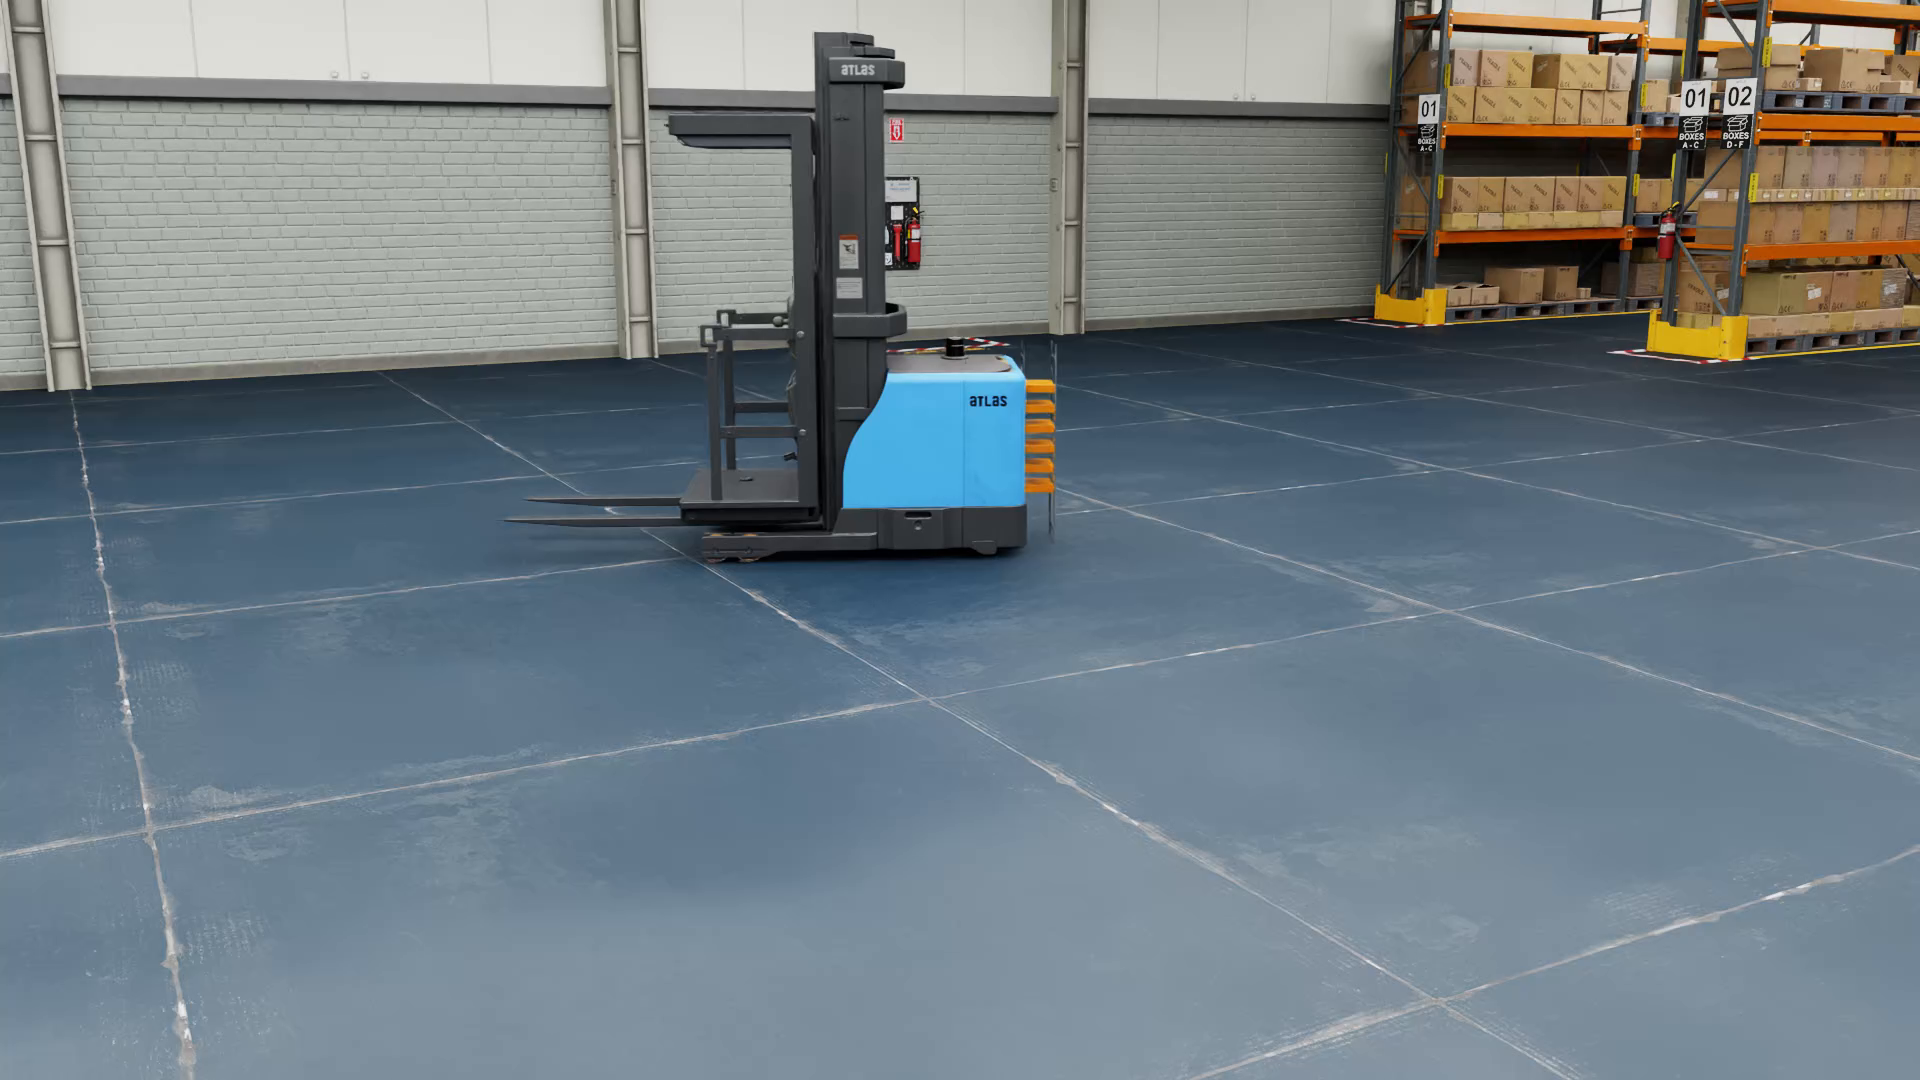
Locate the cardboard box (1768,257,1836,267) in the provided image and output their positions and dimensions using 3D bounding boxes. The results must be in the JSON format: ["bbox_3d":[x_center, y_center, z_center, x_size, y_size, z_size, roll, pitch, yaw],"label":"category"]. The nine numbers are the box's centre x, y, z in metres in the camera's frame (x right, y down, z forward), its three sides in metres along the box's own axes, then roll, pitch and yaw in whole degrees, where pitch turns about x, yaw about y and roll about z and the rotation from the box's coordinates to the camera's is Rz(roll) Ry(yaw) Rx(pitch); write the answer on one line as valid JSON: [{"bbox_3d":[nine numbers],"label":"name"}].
[{"bbox_3d":[14.241,-4.713,28.159,0.750,0.750,0.750,-7,14,-29],"label":"cardboard box"}]

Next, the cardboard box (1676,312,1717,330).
[{"bbox_3d":[9.216,-2.686,20.517,0.500,0.250,0.500,-7,14,-28],"label":"cardboard box"}]

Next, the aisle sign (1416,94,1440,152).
[{"bbox_3d":[6.591,-5.866,23.422,0.004,0.787,0.394,-7,14,-28],"label":"aisle sign"}]

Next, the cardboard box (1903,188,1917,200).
[{"bbox_3d":[11.815,-4.371,20.997,0.250,0.149,0.380,-7,15,-30],"label":"cardboard box"}]

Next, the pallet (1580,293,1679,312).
[{"bbox_3d":[10.704,-3.806,26.539,1.213,0.211,1.003,-7,14,-28],"label":"pallet"}]

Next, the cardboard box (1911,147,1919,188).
[{"bbox_3d":[12.012,-4.764,21.262,0.500,0.500,0.700,-7,14,-28],"label":"cardboard box"}]

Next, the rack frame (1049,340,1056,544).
[{"bbox_3d":[0.557,-0.589,9.992,0.006,1.200,0.240,-1,13,-3],"label":"rack frame"}]

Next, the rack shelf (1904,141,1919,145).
[{"bbox_3d":[18.799,-7.248,30.292,4.000,0.370,1.077,-7,14,-28],"label":"rack shelf"}]

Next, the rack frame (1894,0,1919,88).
[{"bbox_3d":[12.398,-7.057,20.969,0.127,3.000,1.000,-7,14,-28],"label":"rack frame"}]

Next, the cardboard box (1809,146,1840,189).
[{"bbox_3d":[10.251,-4.552,20.323,0.500,0.500,0.700,-7,14,-28],"label":"cardboard box"}]

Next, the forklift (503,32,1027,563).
[{"bbox_3d":[-1.146,-1.417,9.731,3.031,2.935,1.130,-1,13,-3],"label":"forklift"}]

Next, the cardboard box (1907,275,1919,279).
[{"bbox_3d":[13.070,-3.421,22.505,0.500,0.311,0.500,-6,14,-26],"label":"cardboard box"}]

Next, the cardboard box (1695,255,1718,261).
[{"bbox_3d":[11.946,-4.677,27.043,0.500,0.250,0.500,-7,14,-28],"label":"cardboard box"}]

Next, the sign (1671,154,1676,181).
[{"bbox_3d":[8.639,-4.495,20.076,0.005,0.325,0.100,-7,14,-28],"label":"sign"}]

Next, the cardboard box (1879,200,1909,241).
[{"bbox_3d":[11.552,-4.074,21.152,0.500,0.500,0.700,-7,14,-28],"label":"cardboard box"}]

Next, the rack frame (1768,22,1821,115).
[{"bbox_3d":[13.532,-8.432,27.079,0.127,3.000,1.000,-7,14,-28],"label":"rack frame"}]

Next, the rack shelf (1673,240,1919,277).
[{"bbox_3d":[10.643,-3.568,20.772,4.000,0.370,1.077,-7,14,-28],"label":"rack shelf"}]

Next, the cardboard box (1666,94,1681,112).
[{"bbox_3d":[11.080,-6.816,25.977,0.500,0.311,0.500,-6,14,-26],"label":"cardboard box"}]

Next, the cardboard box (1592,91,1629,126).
[{"bbox_3d":[9.694,-6.505,25.077,0.500,0.500,0.500,-6,14,-26],"label":"cardboard box"}]

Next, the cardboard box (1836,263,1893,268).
[{"bbox_3d":[11.841,-3.371,21.853,0.500,0.500,0.500,-7,14,-28],"label":"cardboard box"}]

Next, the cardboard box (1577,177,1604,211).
[{"bbox_3d":[9.319,-5.224,25.076,0.500,0.500,0.500,-7,14,-28],"label":"cardboard box"}]

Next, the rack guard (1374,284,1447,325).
[{"bbox_3d":[6.577,-3.452,24.308,0.348,0.500,1.175,-7,14,-28],"label":"rack guard"}]

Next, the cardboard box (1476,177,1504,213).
[{"bbox_3d":[7.512,-5.008,24.118,0.500,0.500,0.500,-7,14,-28],"label":"cardboard box"}]

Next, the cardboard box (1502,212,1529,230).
[{"bbox_3d":[7.990,-4.700,24.457,0.500,0.250,0.500,-7,15,-29],"label":"cardboard box"}]

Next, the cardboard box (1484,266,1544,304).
[{"bbox_3d":[8.329,-3.841,25.037,0.500,0.500,0.700,-8,15,-31],"label":"cardboard box"}]

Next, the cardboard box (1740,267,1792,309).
[{"bbox_3d":[10.086,-3.160,20.917,0.500,0.500,0.500,-7,14,-28],"label":"cardboard box"}]

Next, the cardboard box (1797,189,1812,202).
[{"bbox_3d":[10.007,-4.154,20.032,0.250,0.149,0.380,-7,14,-29],"label":"cardboard box"}]

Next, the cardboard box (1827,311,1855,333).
[{"bbox_3d":[10.782,-2.743,20.774,0.500,0.250,0.500,-7,14,-28],"label":"cardboard box"}]

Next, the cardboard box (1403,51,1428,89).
[{"bbox_3d":[6.764,-6.769,23.971,0.500,0.500,0.500,-6,14,-25],"label":"cardboard box"}]

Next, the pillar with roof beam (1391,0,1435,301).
[{"bbox_3d":[8.773,-7.001,20.721,0.400,9.000,9.100,-7,14,-28],"label":"pillar with roof beam"}]

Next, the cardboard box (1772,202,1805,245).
[{"bbox_3d":[9.762,-3.861,20.204,0.500,0.500,0.700,-6,14,-26],"label":"cardboard box"}]

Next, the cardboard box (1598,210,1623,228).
[{"bbox_3d":[9.751,-4.912,25.401,0.500,0.250,0.500,-7,14,-28],"label":"cardboard box"}]

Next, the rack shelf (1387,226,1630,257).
[{"bbox_3d":[8.266,-4.523,25.012,4.000,0.370,1.077,-7,14,-28],"label":"rack shelf"}]

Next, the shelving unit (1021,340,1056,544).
[{"bbox_3d":[0.465,-0.588,9.988,0.189,1.200,0.258,-1,13,-3],"label":"shelving unit"}]

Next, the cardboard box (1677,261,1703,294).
[{"bbox_3d":[11.556,-4.270,26.941,0.500,0.500,0.700,-7,14,-27],"label":"cardboard box"}]

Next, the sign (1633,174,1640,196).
[{"bbox_3d":[10.288,-5.403,25.312,0.005,0.325,0.100,-7,14,-28],"label":"sign"}]

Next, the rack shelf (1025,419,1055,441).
[{"bbox_3d":[0.465,-0.661,9.971,0.180,0.103,0.258,-1,13,-3],"label":"rack shelf"}]

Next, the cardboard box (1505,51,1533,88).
[{"bbox_3d":[7.874,-6.766,23.958,0.500,0.500,0.500,-6,14,-26],"label":"cardboard box"}]

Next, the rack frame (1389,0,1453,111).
[{"bbox_3d":[6.510,-7.590,23.340,0.127,3.000,1.000,-7,14,-28],"label":"rack frame"}]

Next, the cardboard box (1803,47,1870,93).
[{"bbox_3d":[10.476,-5.616,19.898,0.500,0.500,0.500,-7,14,-28],"label":"cardboard box"}]

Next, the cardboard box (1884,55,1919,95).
[{"bbox_3d":[11.830,-5.913,21.216,0.500,0.500,0.500,-6,14,-23],"label":"cardboard box"}]

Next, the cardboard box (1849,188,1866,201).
[{"bbox_3d":[10.915,-4.263,20.516,0.250,0.149,0.380,-6,14,-26],"label":"cardboard box"}]

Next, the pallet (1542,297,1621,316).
[{"bbox_3d":[9.449,-3.646,25.830,1.213,0.211,1.003,-7,14,-28],"label":"pallet"}]

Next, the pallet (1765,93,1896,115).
[{"bbox_3d":[10.592,-5.328,20.321,1.213,0.211,1.003,-7,14,-28],"label":"pallet"}]

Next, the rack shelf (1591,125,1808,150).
[{"bbox_3d":[11.777,-6.407,26.553,4.000,0.370,1.077,-7,14,-28],"label":"rack shelf"}]

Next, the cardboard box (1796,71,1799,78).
[{"bbox_3d":[9.772,-5.544,20.148,0.500,0.250,0.500,-7,14,-28],"label":"cardboard box"}]

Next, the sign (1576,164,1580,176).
[{"bbox_3d":[9.752,-5.755,26.214,0.005,0.325,0.100,-7,14,-28],"label":"sign"}]

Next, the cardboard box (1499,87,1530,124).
[{"bbox_3d":[7.866,-6.277,24.065,0.500,0.500,0.500,-6,14,-25],"label":"cardboard box"}]

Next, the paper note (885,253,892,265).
[{"bbox_3d":[-0.932,-3.585,21.212,0.142,0.148,0.016,-7,14,-28],"label":"paper note"}]

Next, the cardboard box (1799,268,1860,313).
[{"bbox_3d":[10.782,-3.109,20.691,0.500,0.500,0.500,-7,14,-28],"label":"cardboard box"}]

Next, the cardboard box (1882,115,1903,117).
[{"bbox_3d":[15.761,-7.510,28.586,0.500,0.500,0.700,-7,15,-29],"label":"cardboard box"}]

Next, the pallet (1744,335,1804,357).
[{"bbox_3d":[9.538,-2.437,20.457,1.213,0.211,1.003,-7,14,-28],"label":"pallet"}]
